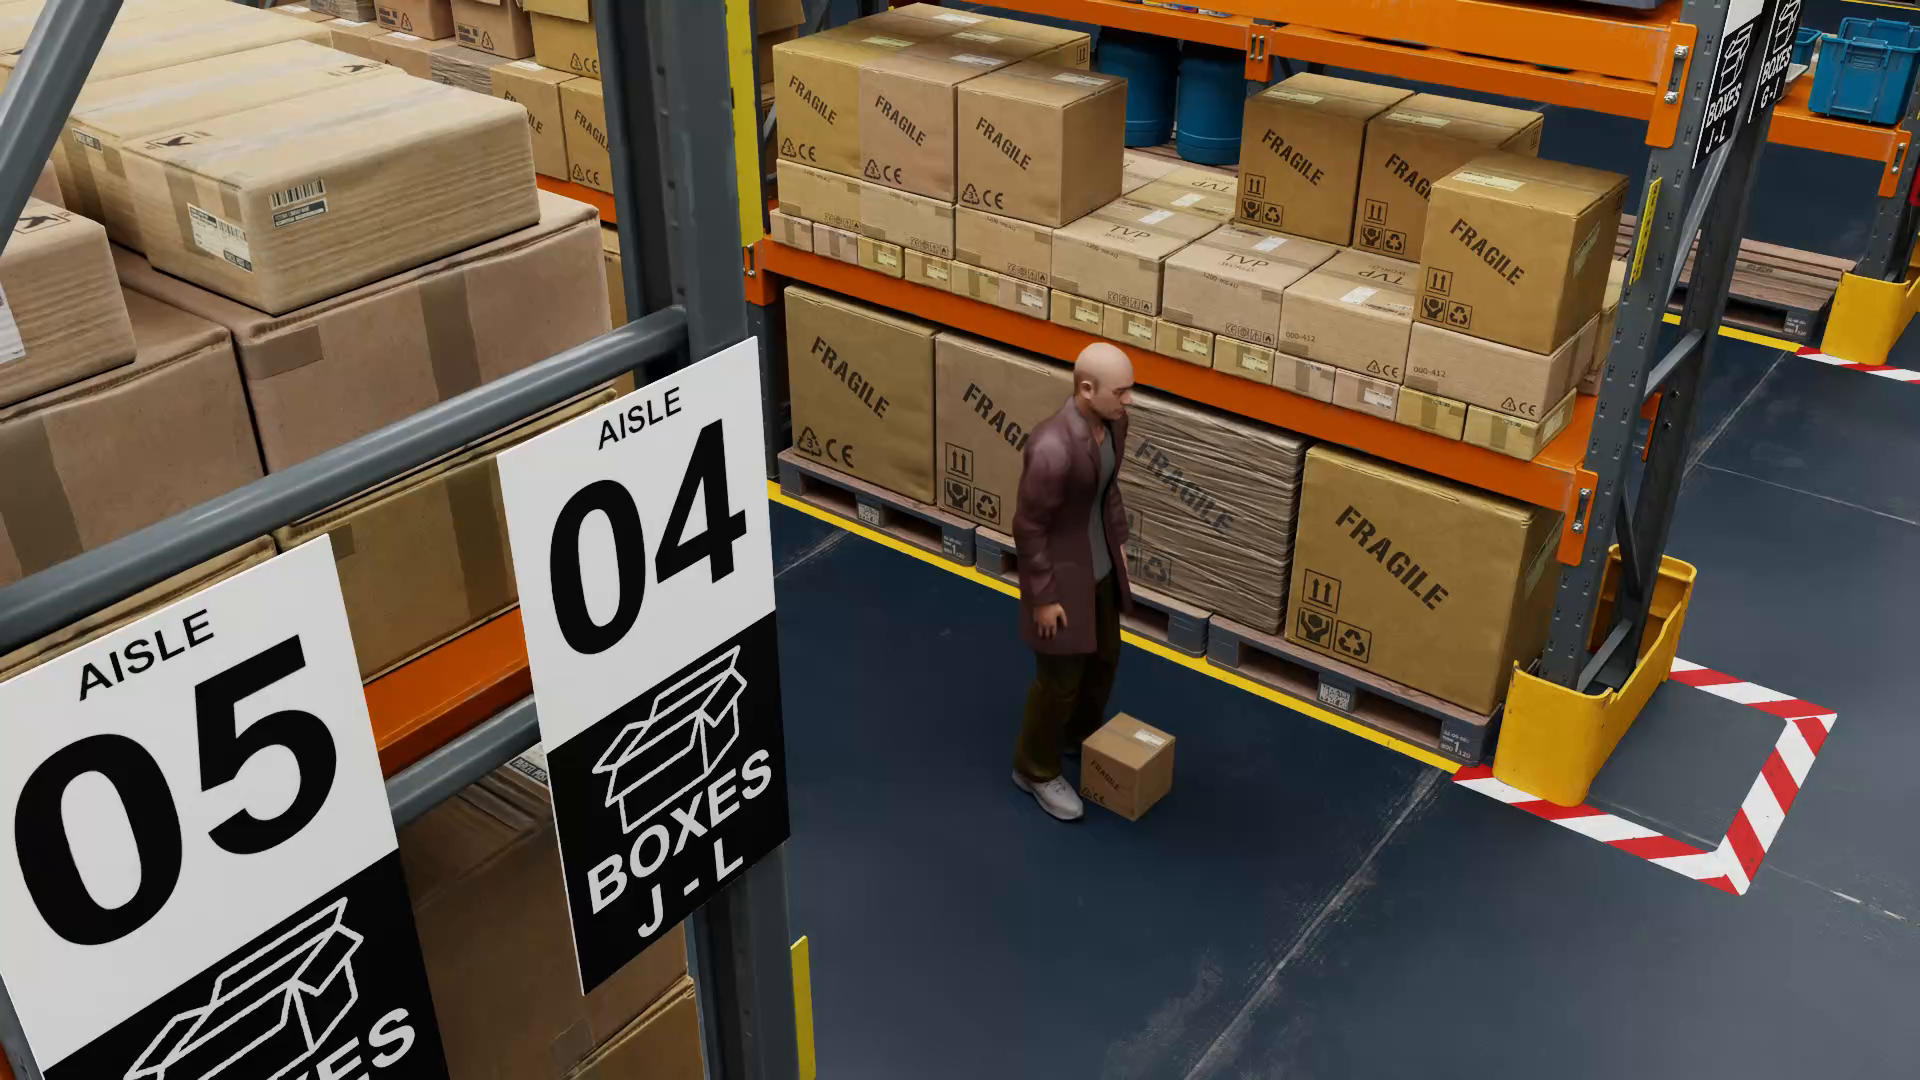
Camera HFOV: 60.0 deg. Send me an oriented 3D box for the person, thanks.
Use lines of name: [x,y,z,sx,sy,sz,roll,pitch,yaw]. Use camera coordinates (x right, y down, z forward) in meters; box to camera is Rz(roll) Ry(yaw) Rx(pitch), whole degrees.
person: [0.419,0.117,5.949,0.428,1.772,0.629,19,36,29]
